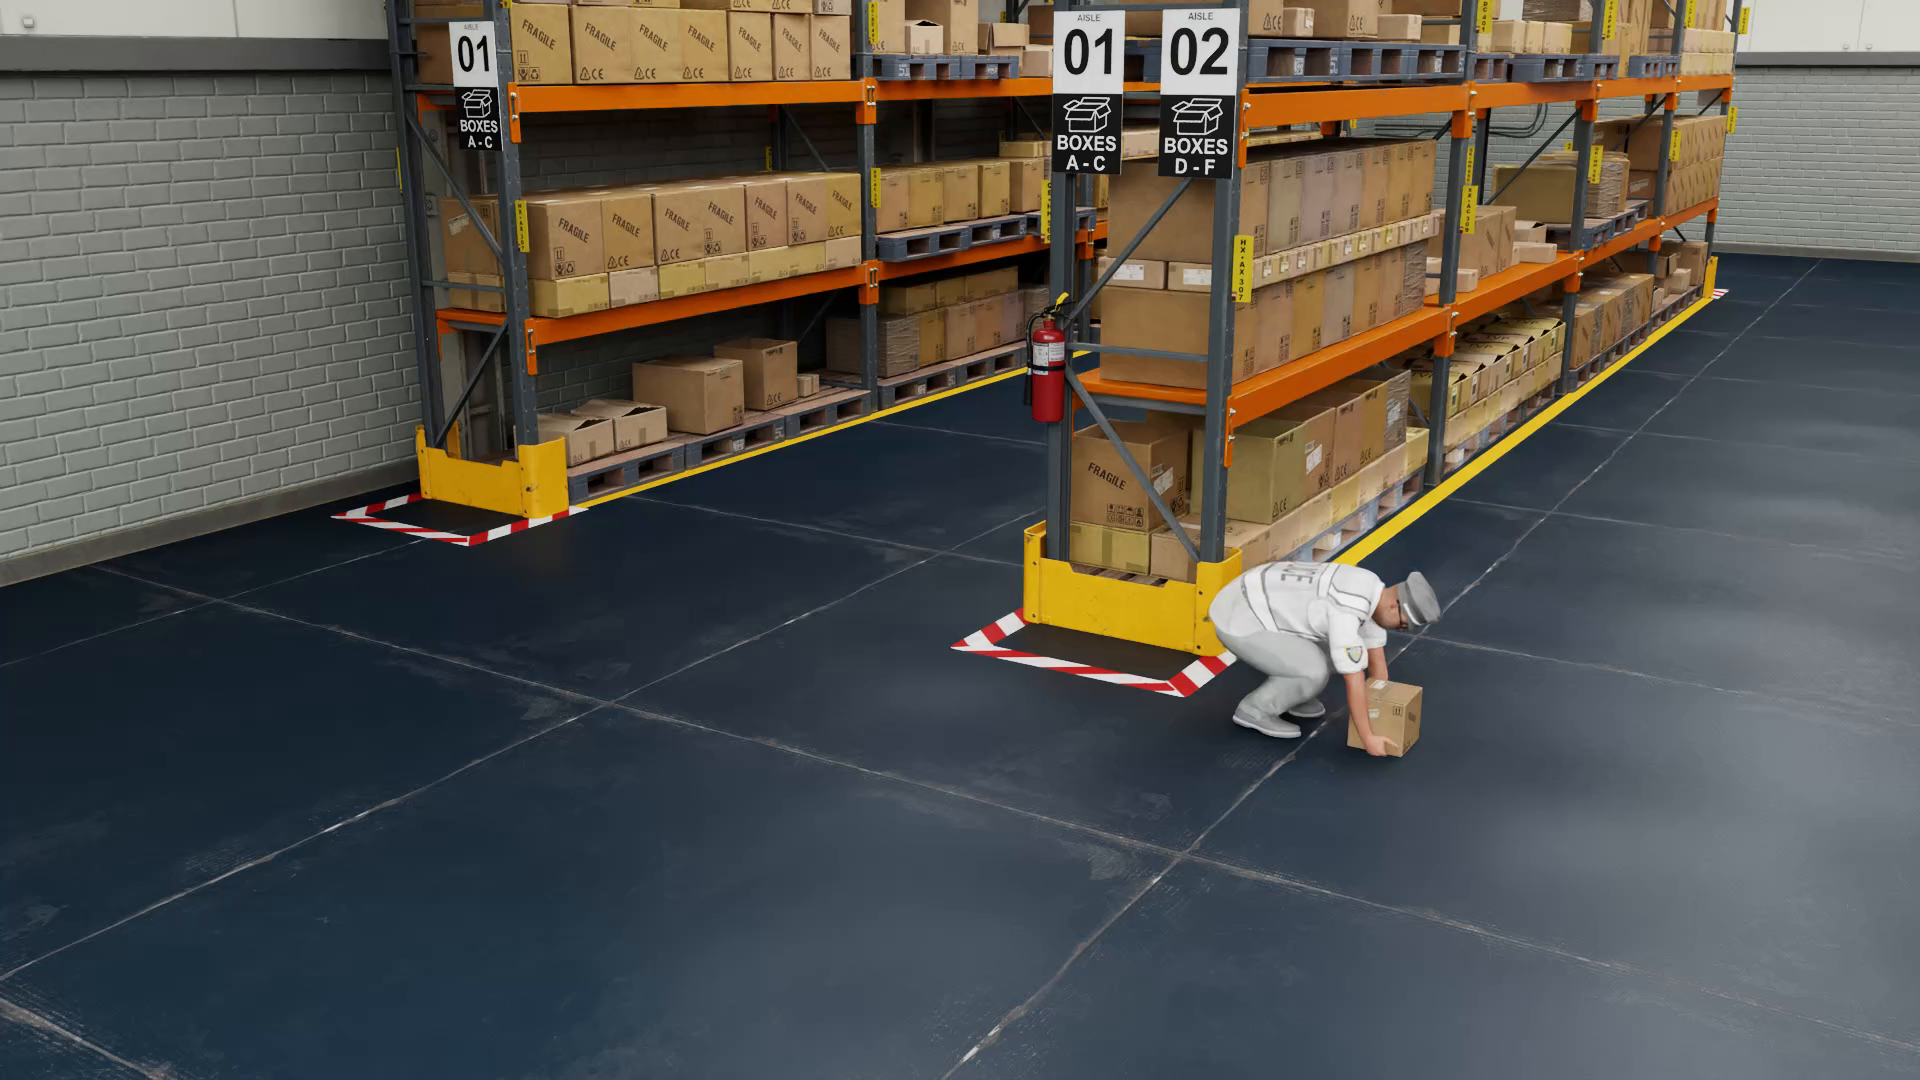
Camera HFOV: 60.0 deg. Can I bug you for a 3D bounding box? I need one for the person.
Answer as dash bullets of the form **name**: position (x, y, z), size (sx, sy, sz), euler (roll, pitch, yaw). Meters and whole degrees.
- **person**: position (1.478, -0.009, 7.514), size (0.479, 1.768, 0.536), euler (9, 19, 29)
